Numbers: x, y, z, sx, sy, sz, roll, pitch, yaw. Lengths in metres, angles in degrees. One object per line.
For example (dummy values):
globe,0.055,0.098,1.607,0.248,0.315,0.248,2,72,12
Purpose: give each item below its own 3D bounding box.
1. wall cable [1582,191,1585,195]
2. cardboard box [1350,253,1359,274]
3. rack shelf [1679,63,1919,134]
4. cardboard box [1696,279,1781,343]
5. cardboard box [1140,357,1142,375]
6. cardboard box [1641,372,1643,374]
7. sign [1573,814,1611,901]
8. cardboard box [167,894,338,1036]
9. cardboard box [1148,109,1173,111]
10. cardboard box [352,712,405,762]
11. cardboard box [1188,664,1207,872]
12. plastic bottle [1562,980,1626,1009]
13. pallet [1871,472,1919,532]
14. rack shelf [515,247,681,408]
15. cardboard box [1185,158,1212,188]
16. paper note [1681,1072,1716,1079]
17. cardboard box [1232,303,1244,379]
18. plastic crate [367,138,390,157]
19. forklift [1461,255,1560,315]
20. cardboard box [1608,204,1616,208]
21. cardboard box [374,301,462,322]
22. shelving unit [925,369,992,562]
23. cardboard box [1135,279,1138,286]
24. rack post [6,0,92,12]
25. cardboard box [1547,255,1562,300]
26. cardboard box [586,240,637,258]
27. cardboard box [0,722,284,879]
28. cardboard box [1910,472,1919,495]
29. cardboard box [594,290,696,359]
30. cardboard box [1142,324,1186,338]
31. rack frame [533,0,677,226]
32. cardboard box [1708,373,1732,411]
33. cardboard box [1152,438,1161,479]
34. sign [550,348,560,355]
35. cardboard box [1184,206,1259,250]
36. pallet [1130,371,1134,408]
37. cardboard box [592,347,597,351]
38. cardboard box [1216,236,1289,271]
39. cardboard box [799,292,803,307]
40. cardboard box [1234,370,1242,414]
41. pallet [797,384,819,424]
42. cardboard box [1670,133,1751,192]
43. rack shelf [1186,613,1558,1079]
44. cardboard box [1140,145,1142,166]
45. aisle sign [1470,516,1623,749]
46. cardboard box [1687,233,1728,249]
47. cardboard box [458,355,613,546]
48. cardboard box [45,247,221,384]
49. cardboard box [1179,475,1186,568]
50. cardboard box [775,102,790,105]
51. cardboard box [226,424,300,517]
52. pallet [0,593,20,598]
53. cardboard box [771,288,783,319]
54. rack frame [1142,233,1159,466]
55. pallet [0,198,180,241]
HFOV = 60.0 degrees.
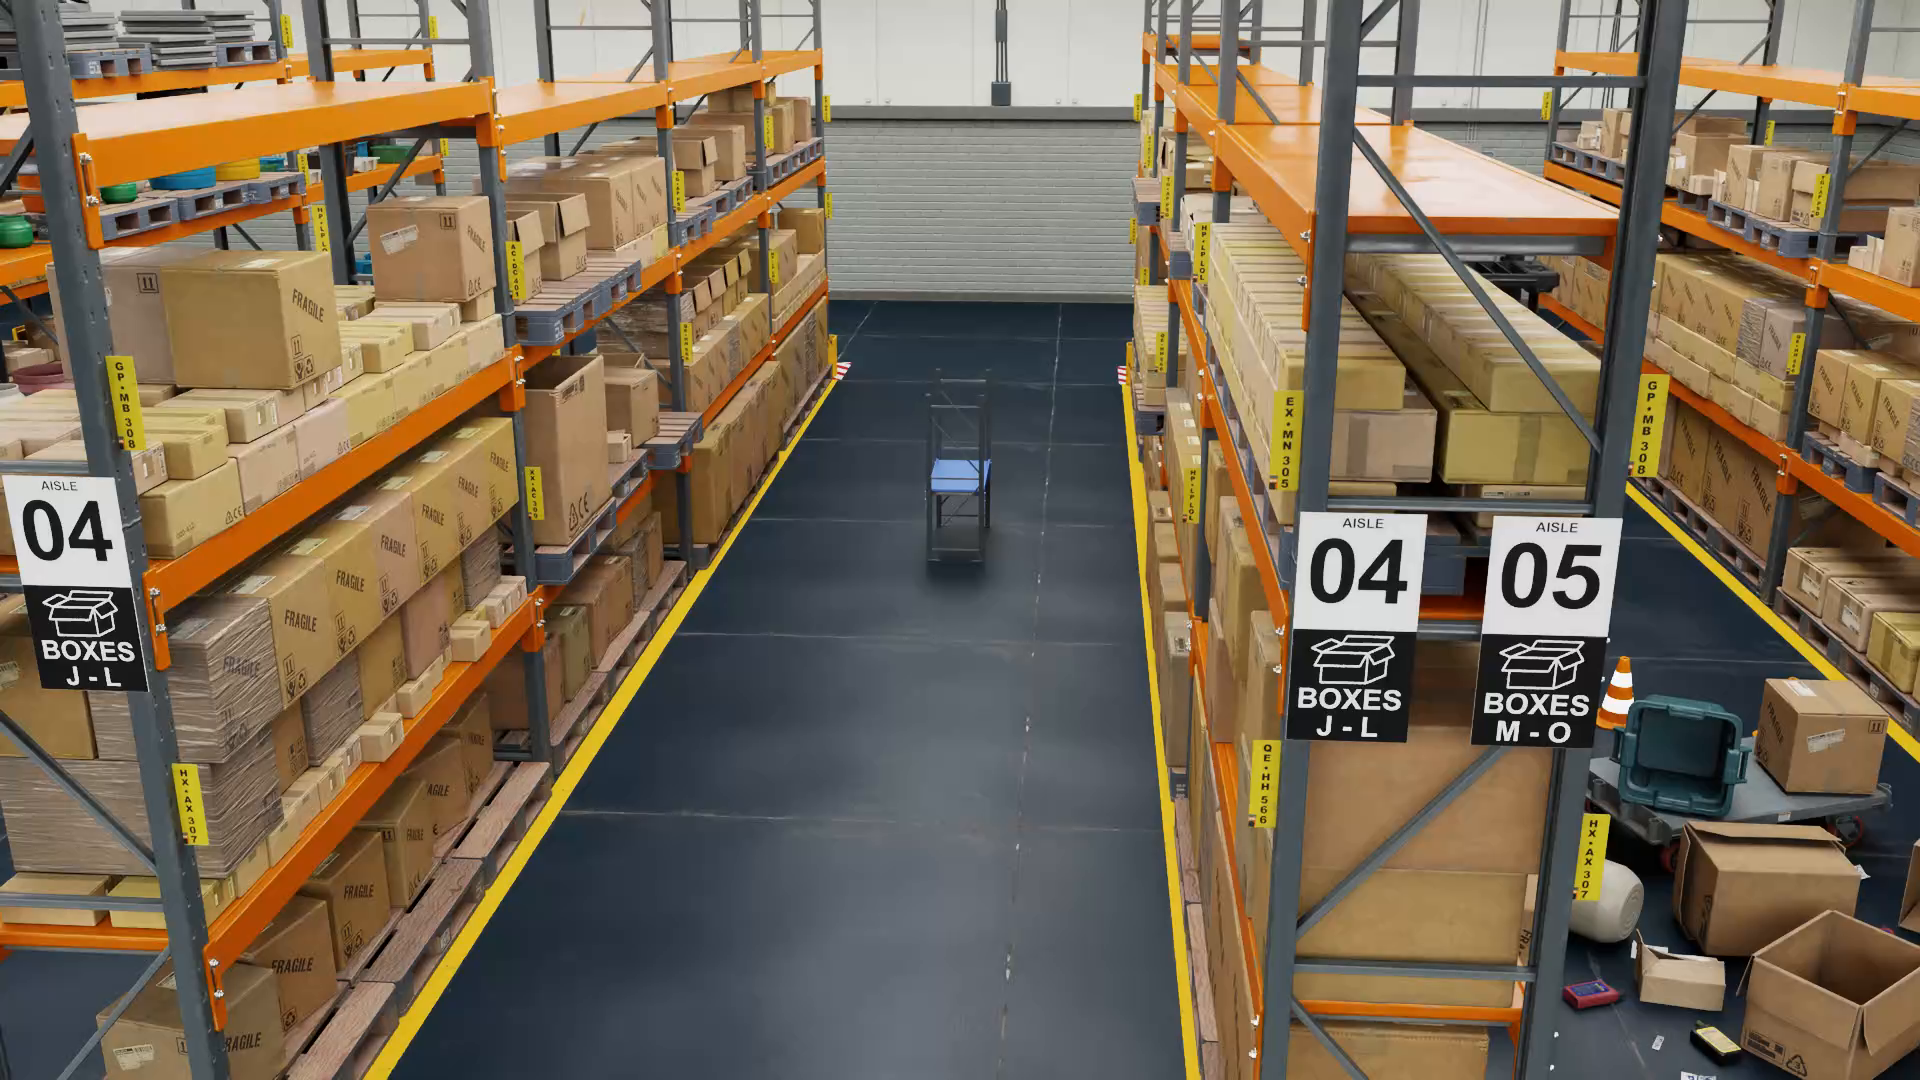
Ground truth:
wall cable,9.467,-5.586,25.850,0.588,1.984,0.122,1,18,4
cardboard box,2.121,-1.387,8.136,0.380,0.149,0.250,1,18,4
rack shelf,7.241,-3.835,14.301,1.077,0.370,4.000,1,18,4
cardboard box,6.988,-2.055,14.938,0.500,0.500,0.500,1,18,3
cardboard box,1.807,-1.536,14.849,0.380,0.149,0.250,0,18,1
cardboard box,7.600,-1.590,18.726,0.875,0.438,0.875,1,18,2
sign,2.133,1.076,5.633,0.100,0.325,0.005,1,18,4
cardboard box,-3.290,1.977,7.741,0.500,0.500,0.500,6,19,18
cardboard box,2.440,-5.066,19.873,0.380,0.149,0.250,2,18,6
cardboard box,-2.898,0.941,7.965,0.380,0.149,0.250,1,18,4
cardboard box,1.751,1.272,9.289,0.875,0.875,0.875,2,18,5
plastic bottle,3.157,2.255,8.269,0.283,0.061,0.133,-5,19,-15
pallet,6.996,-0.188,11.315,1.003,0.211,1.213,1,18,4
rack shelf,-2.930,-1.579,11.589,1.077,0.370,4.000,1,18,4
cardboard box,1.923,-2.942,13.205,0.396,0.266,0.258,1,18,4
paper note,3.382,2.486,7.617,0.144,0.017,0.142,8,20,23
cardboard box,1.446,-0.858,7.163,0.500,0.250,0.500,1,18,4
plastic crate,-7.459,-4.962,20.967,0.497,0.269,0.590,1,18,4
forklift,4.614,-1.440,14.937,1.130,2.935,3.031,2,18,5
cardboard box,7.321,-3.781,19.162,0.380,0.149,0.250,1,18,4
cardboard box,-2.919,-1.229,8.968,0.380,0.149,0.250,1,18,5
shelving unit,-0.006,-0.686,14.936,0.538,1.500,1.048,1,18,4
cardboard box,2.327,-3.084,20.248,0.380,0.149,0.250,1,18,2
rack post,-7.769,-4.567,13.908,0.624,0.289,0.986,1,18,4
cardboard box,7.342,-3.127,19.815,0.500,0.500,0.500,1,18,3
cardboard box,-2.637,-2.007,11.982,0.500,0.250,0.500,2,18,5
cardboard box,-3.294,1.009,6.715,0.875,0.500,0.500,1,18,4
cardboard box,6.724,-0.378,11.314,0.380,0.149,0.250,2,18,6
cardboard box,-2.718,-1.867,14.360,0.797,0.503,0.637,2,18,6
cardboard box,1.808,-1.817,14.751,0.380,0.149,0.250,1,18,4
rack frame,-2.787,-3.967,12.906,1.000,3.000,0.127,1,18,4
cardboard box,6.948,-1.302,14.647,0.500,0.250,0.500,1,18,3
cardboard box,1.966,-0.718,14.759,0.500,0.250,0.500,2,18,5
sign,-3.341,-1.678,13.694,0.100,0.325,0.005,1,18,4
cardboard box,1.846,-2.200,11.736,0.500,0.250,0.500,2,18,5
pallet,2.627,-1.859,20.583,1.003,0.211,1.213,1,18,4
cardboard box,-2.957,-1.477,14.781,0.500,0.500,0.500,1,18,3
cardboard box,1.466,-1.401,8.178,0.380,0.149,0.250,1,18,3
cardboard box,-2.037,-2.808,19.406,0.380,0.149,0.250,1,18,2
cardboard box,1.375,-0.627,7.098,0.380,0.149,0.250,2,18,5
pallet,-2.283,-1.648,19.940,1.003,0.211,1.213,1,18,4
cardboard box,7.032,-3.543,15.592,0.500,0.500,0.500,1,18,3
rack shelf,1.723,1.231,7.831,1.077,0.370,4.000,1,18,4
cardboard box,2.439,-4.679,20.137,0.500,0.250,0.500,2,18,6
aisle sign,1.874,0.304,5.331,0.394,0.787,0.004,1,18,4
cardboard box,7.666,-3.061,16.965,0.380,0.149,0.250,1,18,3
cardboard box,-2.877,-0.602,10.633,1.000,1.000,1.000,1,18,4
cardboard box,-3.502,-0.971,7.137,0.500,0.500,0.500,1,18,4
cardboard box,1.673,-0.104,10.591,0.500,0.500,0.500,1,18,3
cardboard box,-2.347,-4.825,19.344,0.700,0.500,0.500,0,18,0
cardboard box,-3.037,-0.290,6.742,0.500,0.250,0.500,1,18,3
pallet,-7.822,0.338,13.880,1.003,0.211,1.213,1,18,4
cardboard box,-2.205,-2.569,18.036,0.500,0.250,0.500,1,18,3
rack frame,2.440,-2.217,17.197,1.000,3.000,0.127,1,18,4
pallet,-7.575,-2.798,14.458,1.003,0.211,1.213,1,18,4
